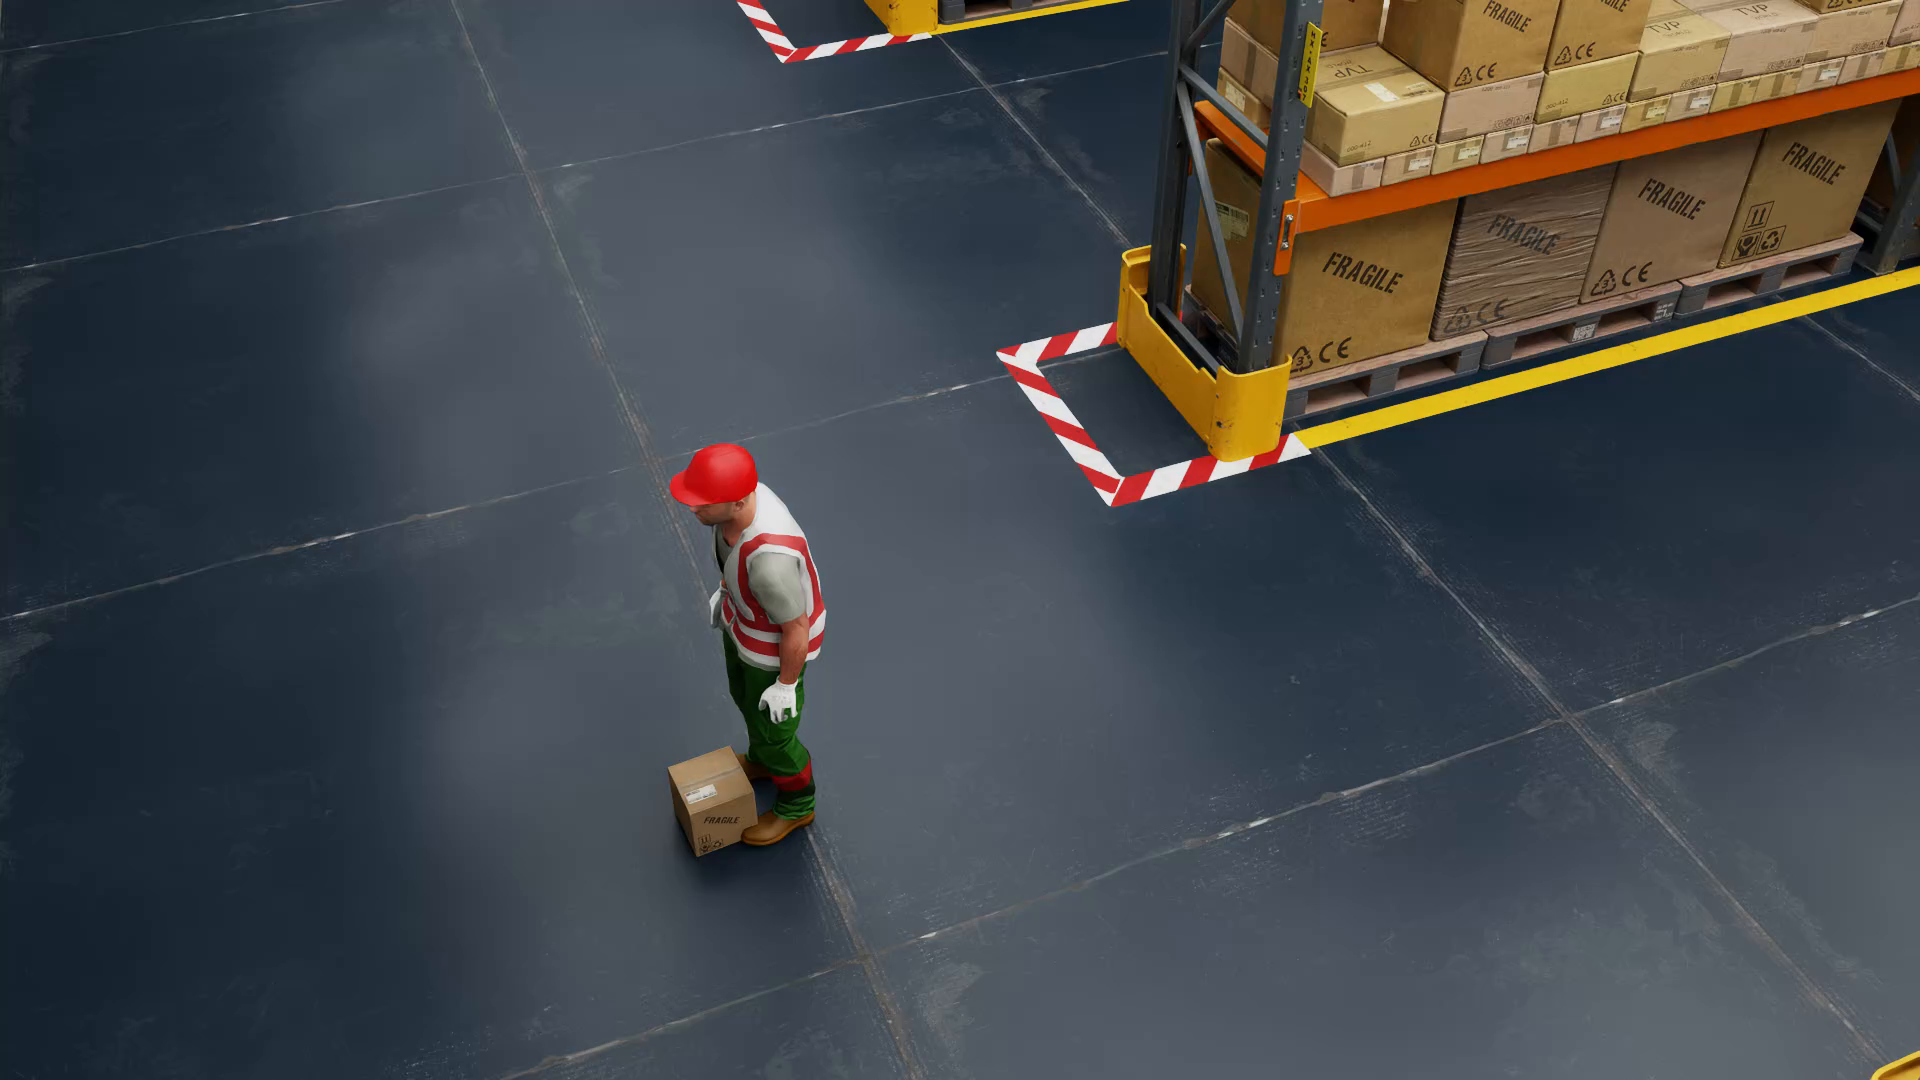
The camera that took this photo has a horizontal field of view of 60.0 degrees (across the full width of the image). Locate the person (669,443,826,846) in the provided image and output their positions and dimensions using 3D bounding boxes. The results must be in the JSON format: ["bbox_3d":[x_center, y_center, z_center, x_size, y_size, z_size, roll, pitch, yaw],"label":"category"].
[{"bbox_3d":[-0.705,0.352,5.749,0.453,1.778,0.616,-18,44,-19],"label":"person"}]
